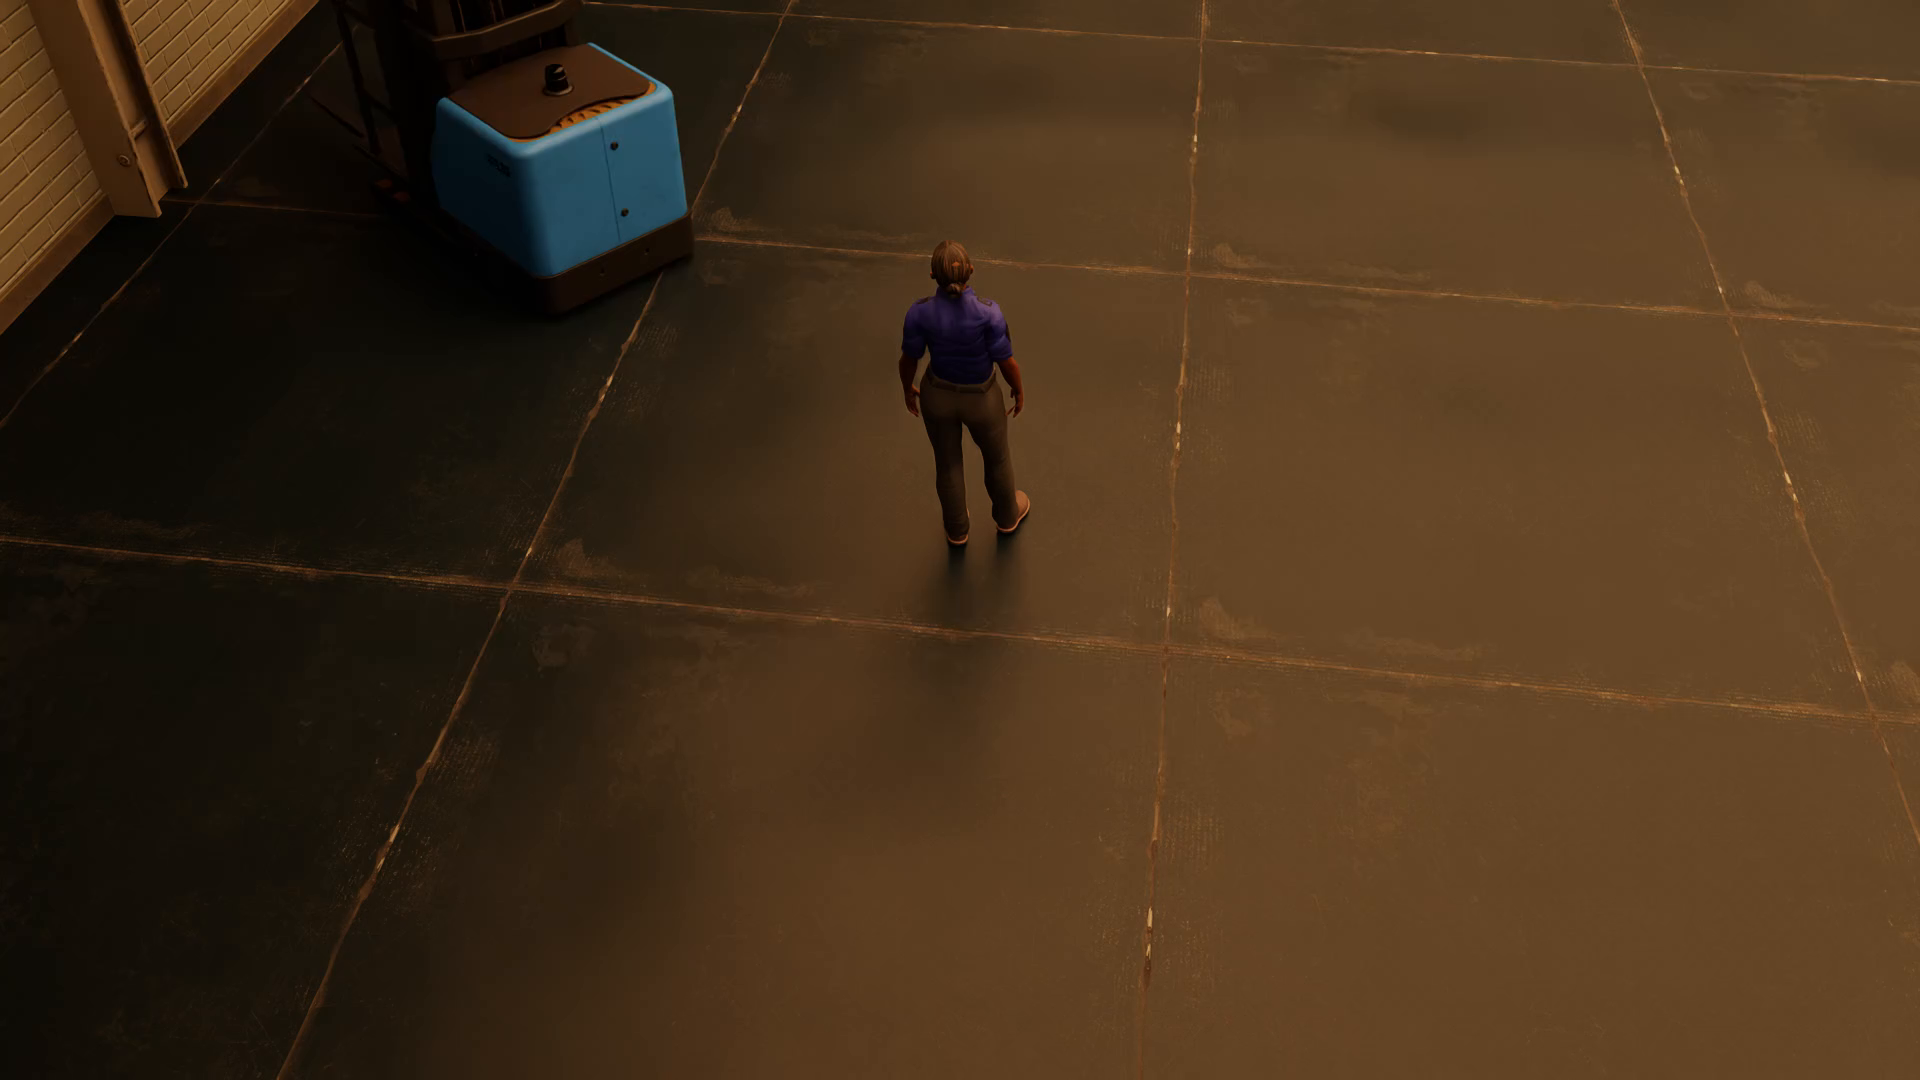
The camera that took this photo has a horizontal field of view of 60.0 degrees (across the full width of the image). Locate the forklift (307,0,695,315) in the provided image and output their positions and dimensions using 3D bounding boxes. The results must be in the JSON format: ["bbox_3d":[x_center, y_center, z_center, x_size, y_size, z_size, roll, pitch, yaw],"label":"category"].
[{"bbox_3d":[-2.918,-3.218,9.227,1.130,2.935,3.031,-33,52,-31],"label":"forklift"}]

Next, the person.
[{"bbox_3d":[0.031,-0.671,7.389,0.570,1.654,0.504,5,43,6],"label":"person"}]
